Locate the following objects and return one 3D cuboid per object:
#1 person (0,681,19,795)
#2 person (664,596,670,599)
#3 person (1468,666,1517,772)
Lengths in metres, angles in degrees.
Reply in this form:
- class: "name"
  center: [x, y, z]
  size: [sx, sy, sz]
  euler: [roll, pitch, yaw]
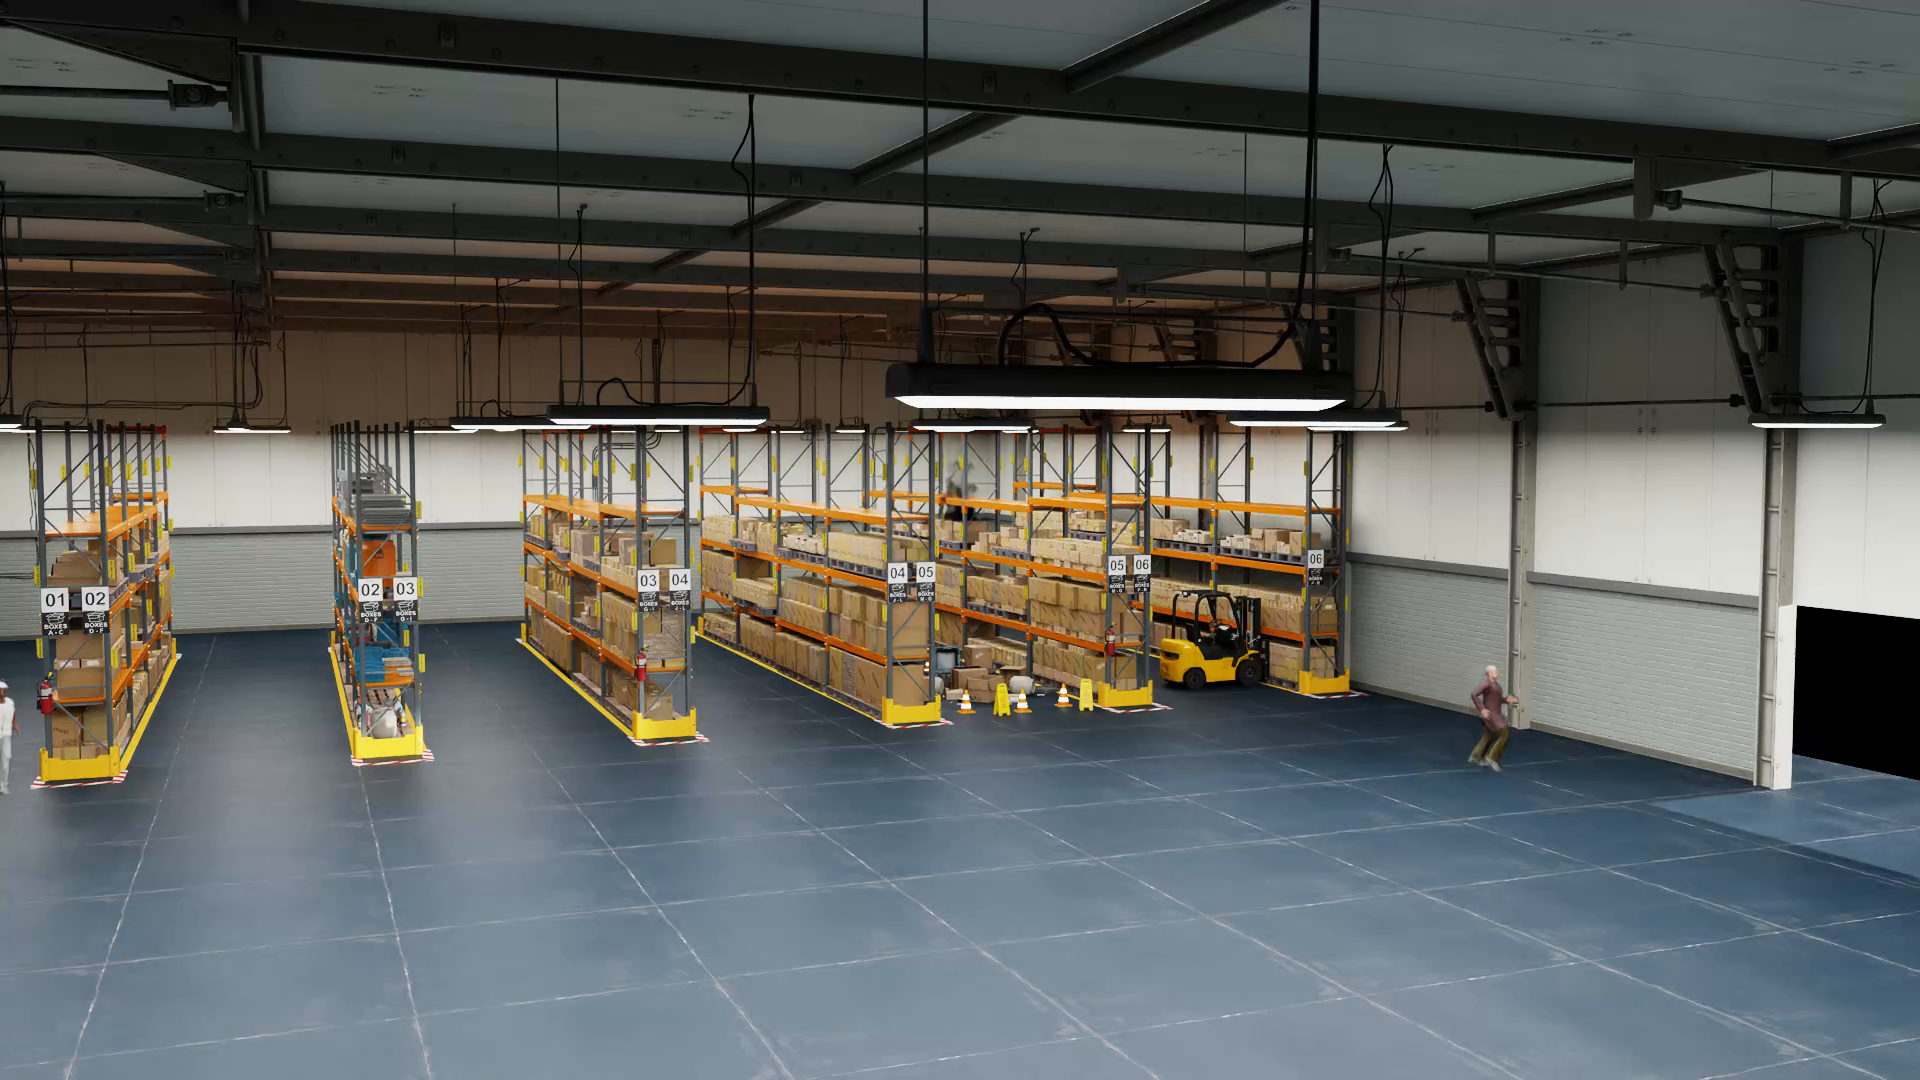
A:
- class: "person"
  center: [-15.493, 3.166, 26.797]
  size: [0.915, 1.766, 0.758]
  euler: [2, 4, 34]
- class: "person"
  center: [-8.085, 2.032, 46.289]
  size: [0.607, 1.593, 0.494]
  euler: [-2, 4, -23]
- class: "person"
  center: [9.119, 3.062, 28.481]
  size: [0.801, 1.825, 0.672]
  euler: [2, 4, 26]
